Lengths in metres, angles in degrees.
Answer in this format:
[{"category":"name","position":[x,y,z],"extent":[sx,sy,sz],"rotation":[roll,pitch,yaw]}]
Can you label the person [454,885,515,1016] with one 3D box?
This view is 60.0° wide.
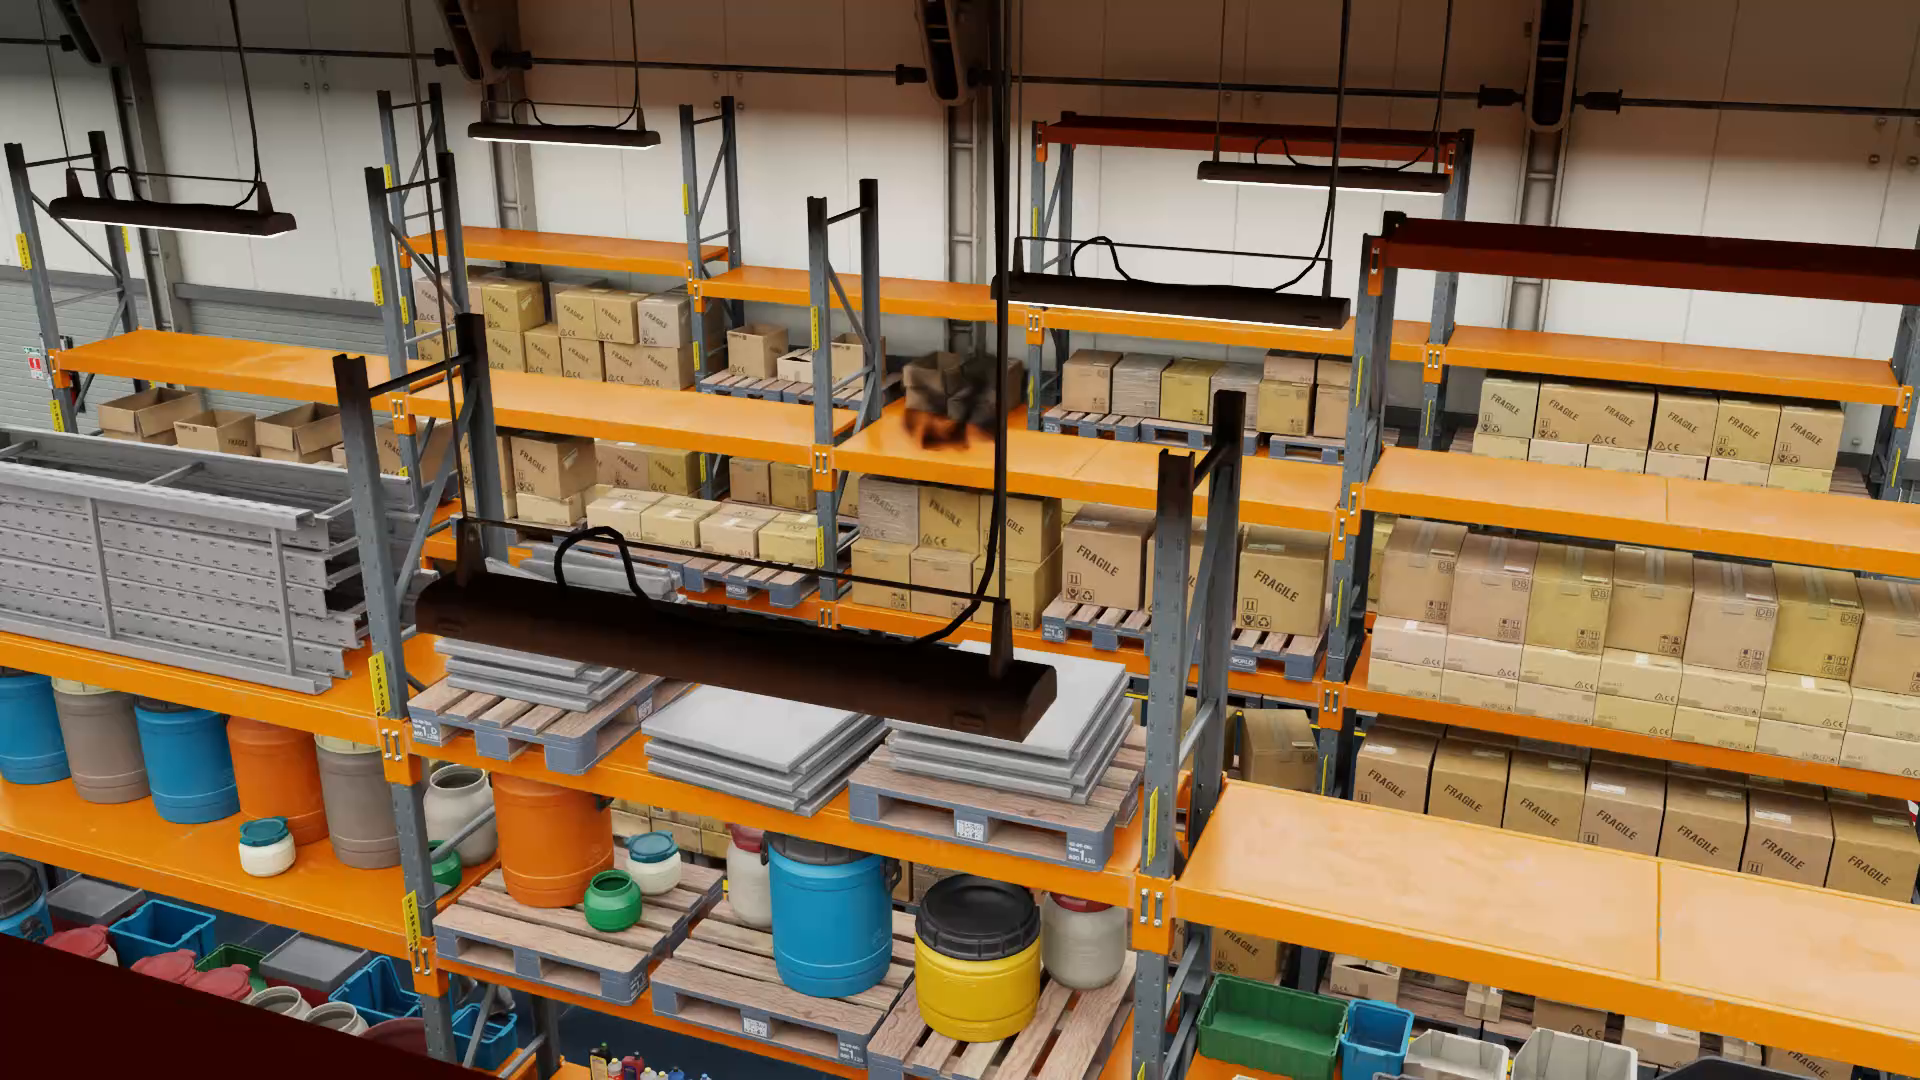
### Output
[{"category":"person","position":[-3.792,2.842,12.582],"extent":[0.788,1.726,0.536],"rotation":[4,21,11]}]
